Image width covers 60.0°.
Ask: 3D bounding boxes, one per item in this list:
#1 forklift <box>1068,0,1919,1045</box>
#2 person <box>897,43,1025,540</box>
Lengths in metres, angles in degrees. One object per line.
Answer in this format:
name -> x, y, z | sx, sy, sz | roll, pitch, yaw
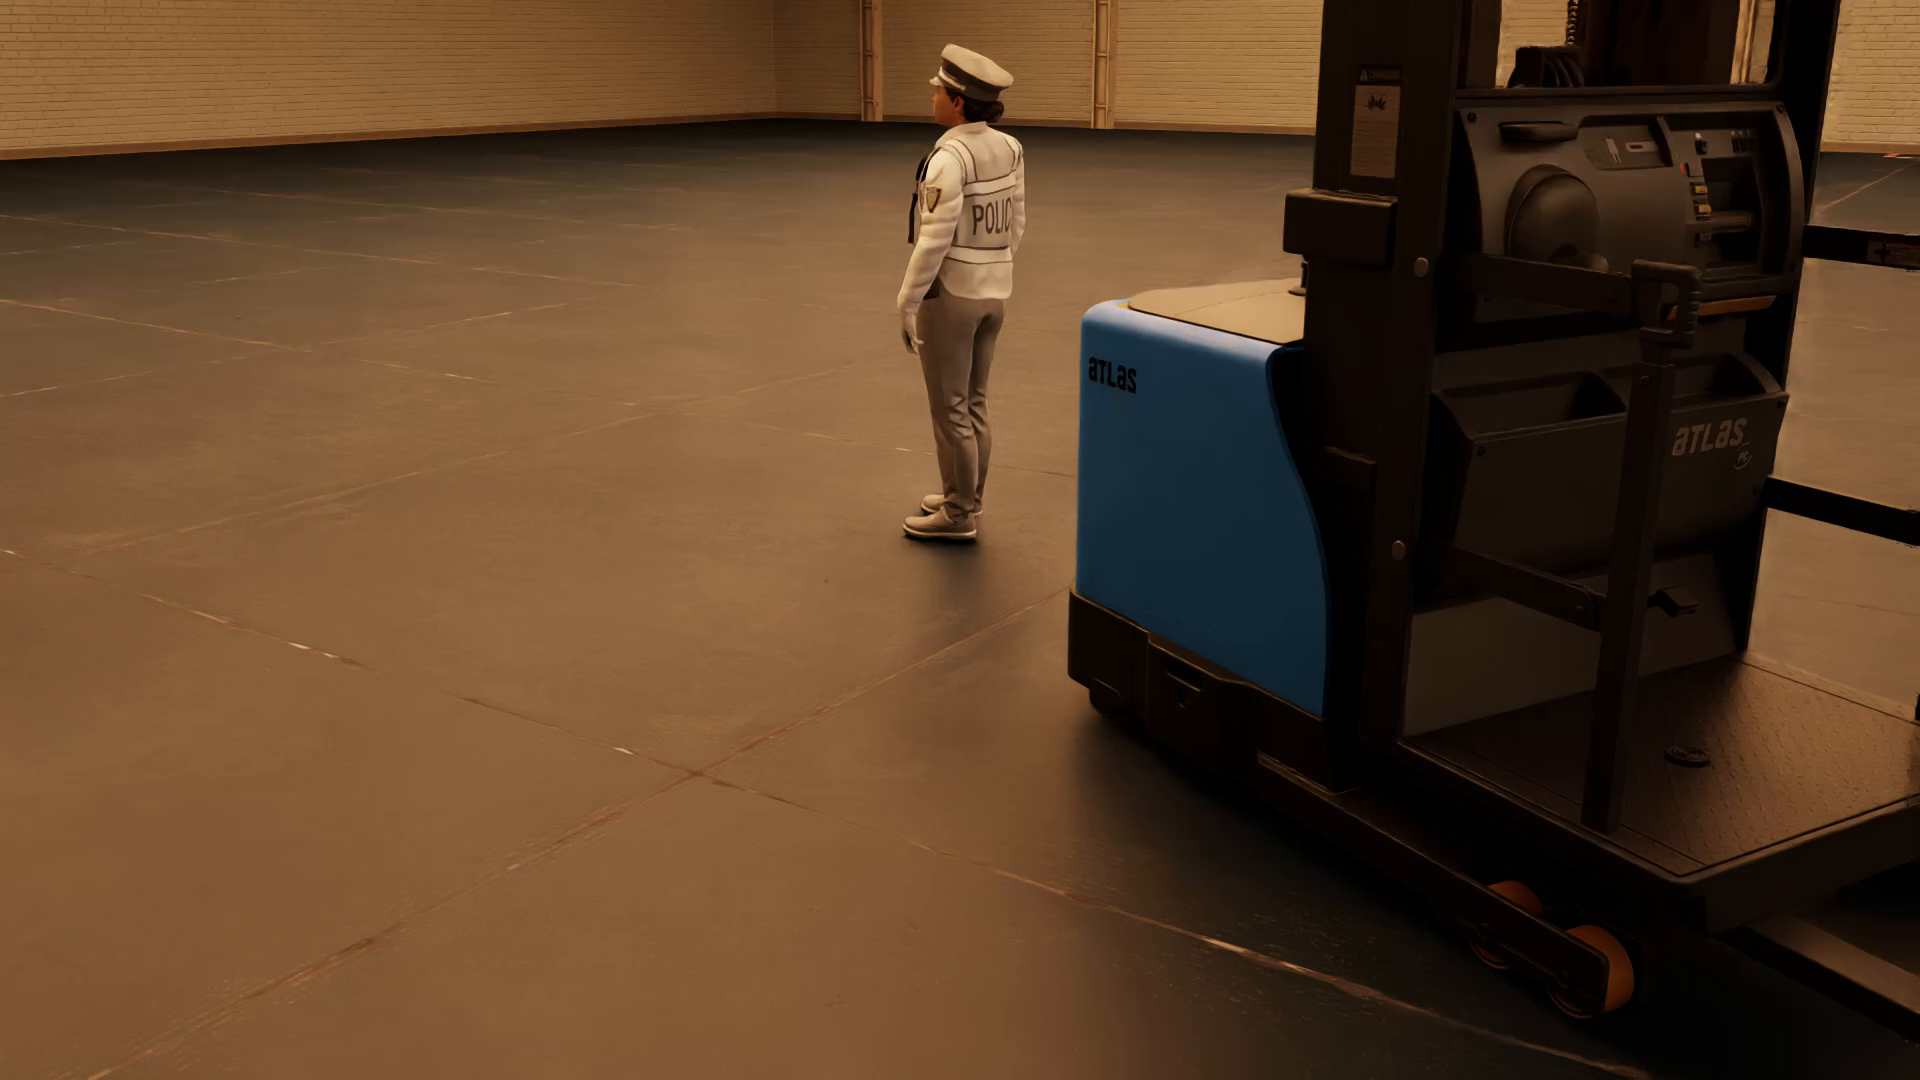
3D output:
forklift -> 1.445, -0.680, 3.107 | 1.130, 2.935, 3.031 | -9, 19, -28
person -> -0.052, -0.831, 5.745 | 0.534, 1.696, 0.587 | 11, 20, 33
